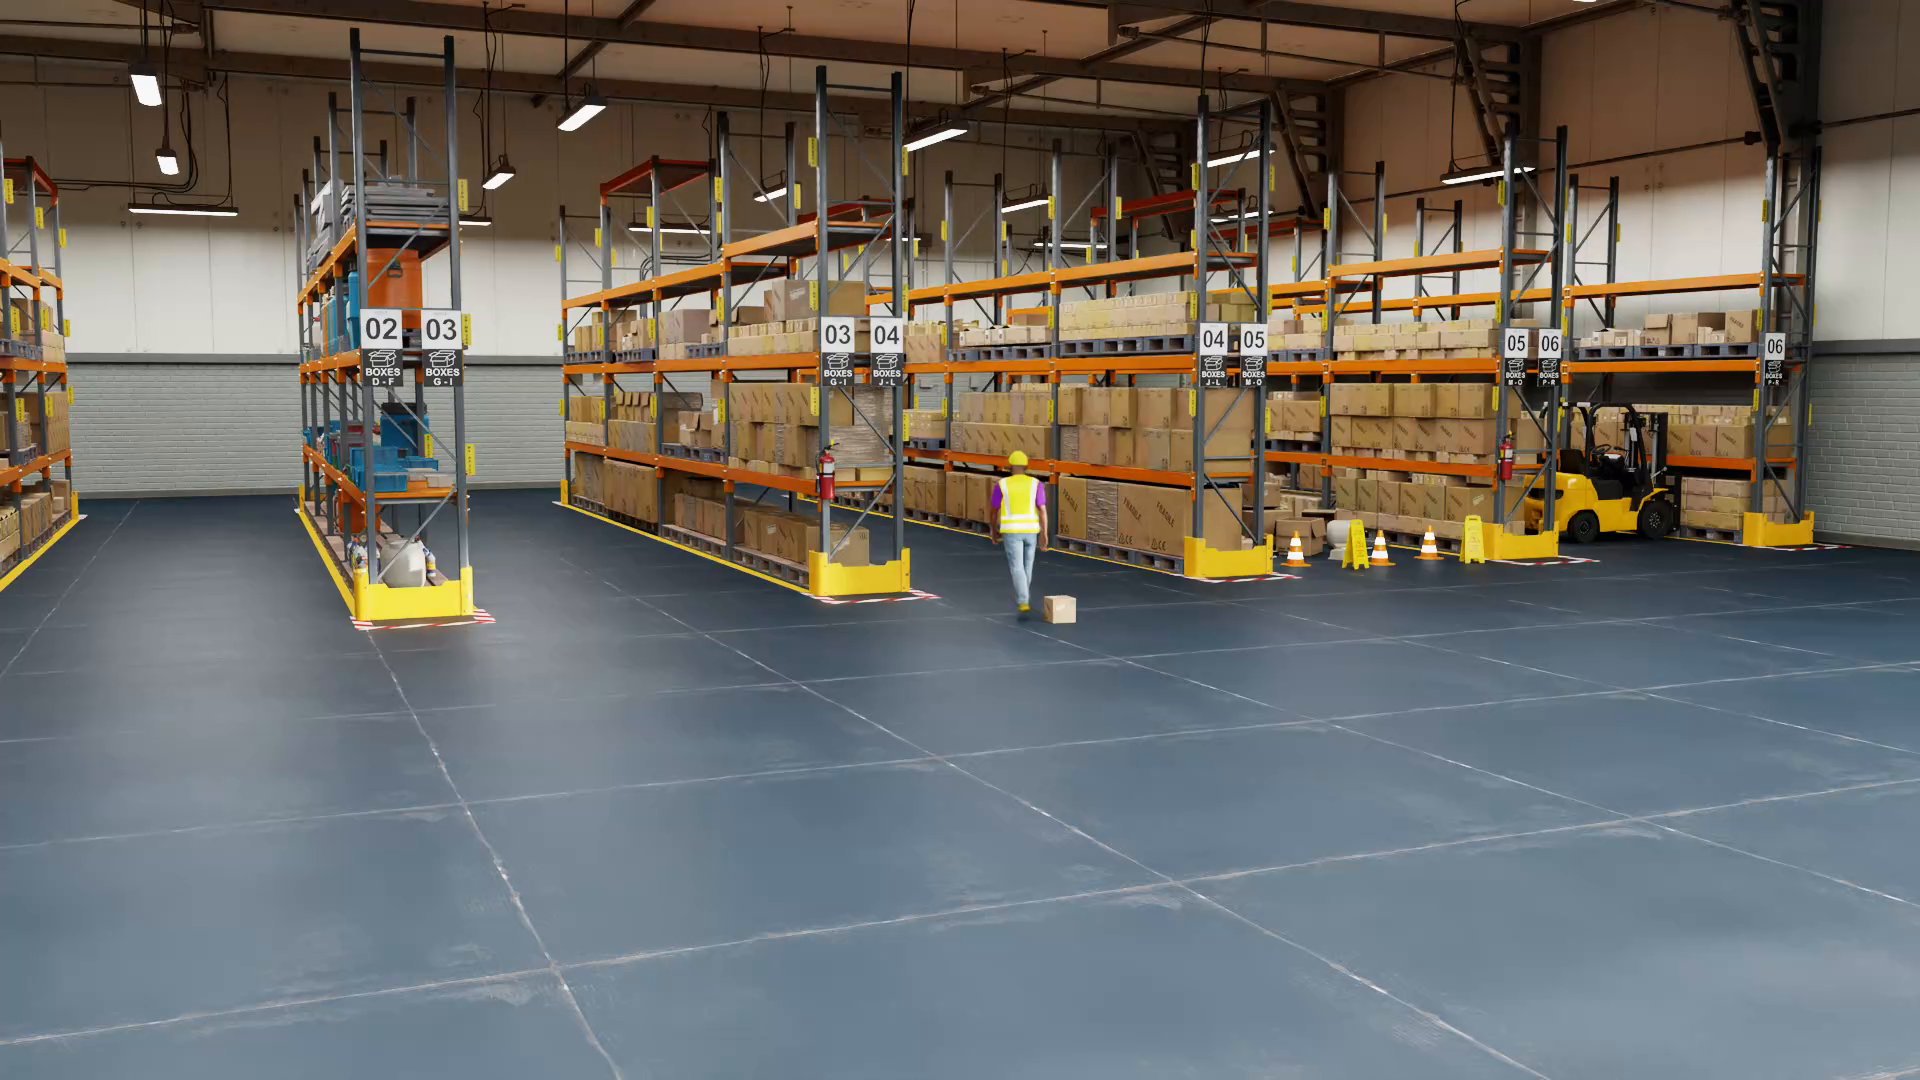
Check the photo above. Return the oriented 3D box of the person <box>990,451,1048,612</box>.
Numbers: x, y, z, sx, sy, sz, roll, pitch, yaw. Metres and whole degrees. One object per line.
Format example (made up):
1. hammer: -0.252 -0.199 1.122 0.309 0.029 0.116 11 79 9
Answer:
1. person: 0.607 -0.093 17.710 0.584 1.709 1.100 -1 5 -11
